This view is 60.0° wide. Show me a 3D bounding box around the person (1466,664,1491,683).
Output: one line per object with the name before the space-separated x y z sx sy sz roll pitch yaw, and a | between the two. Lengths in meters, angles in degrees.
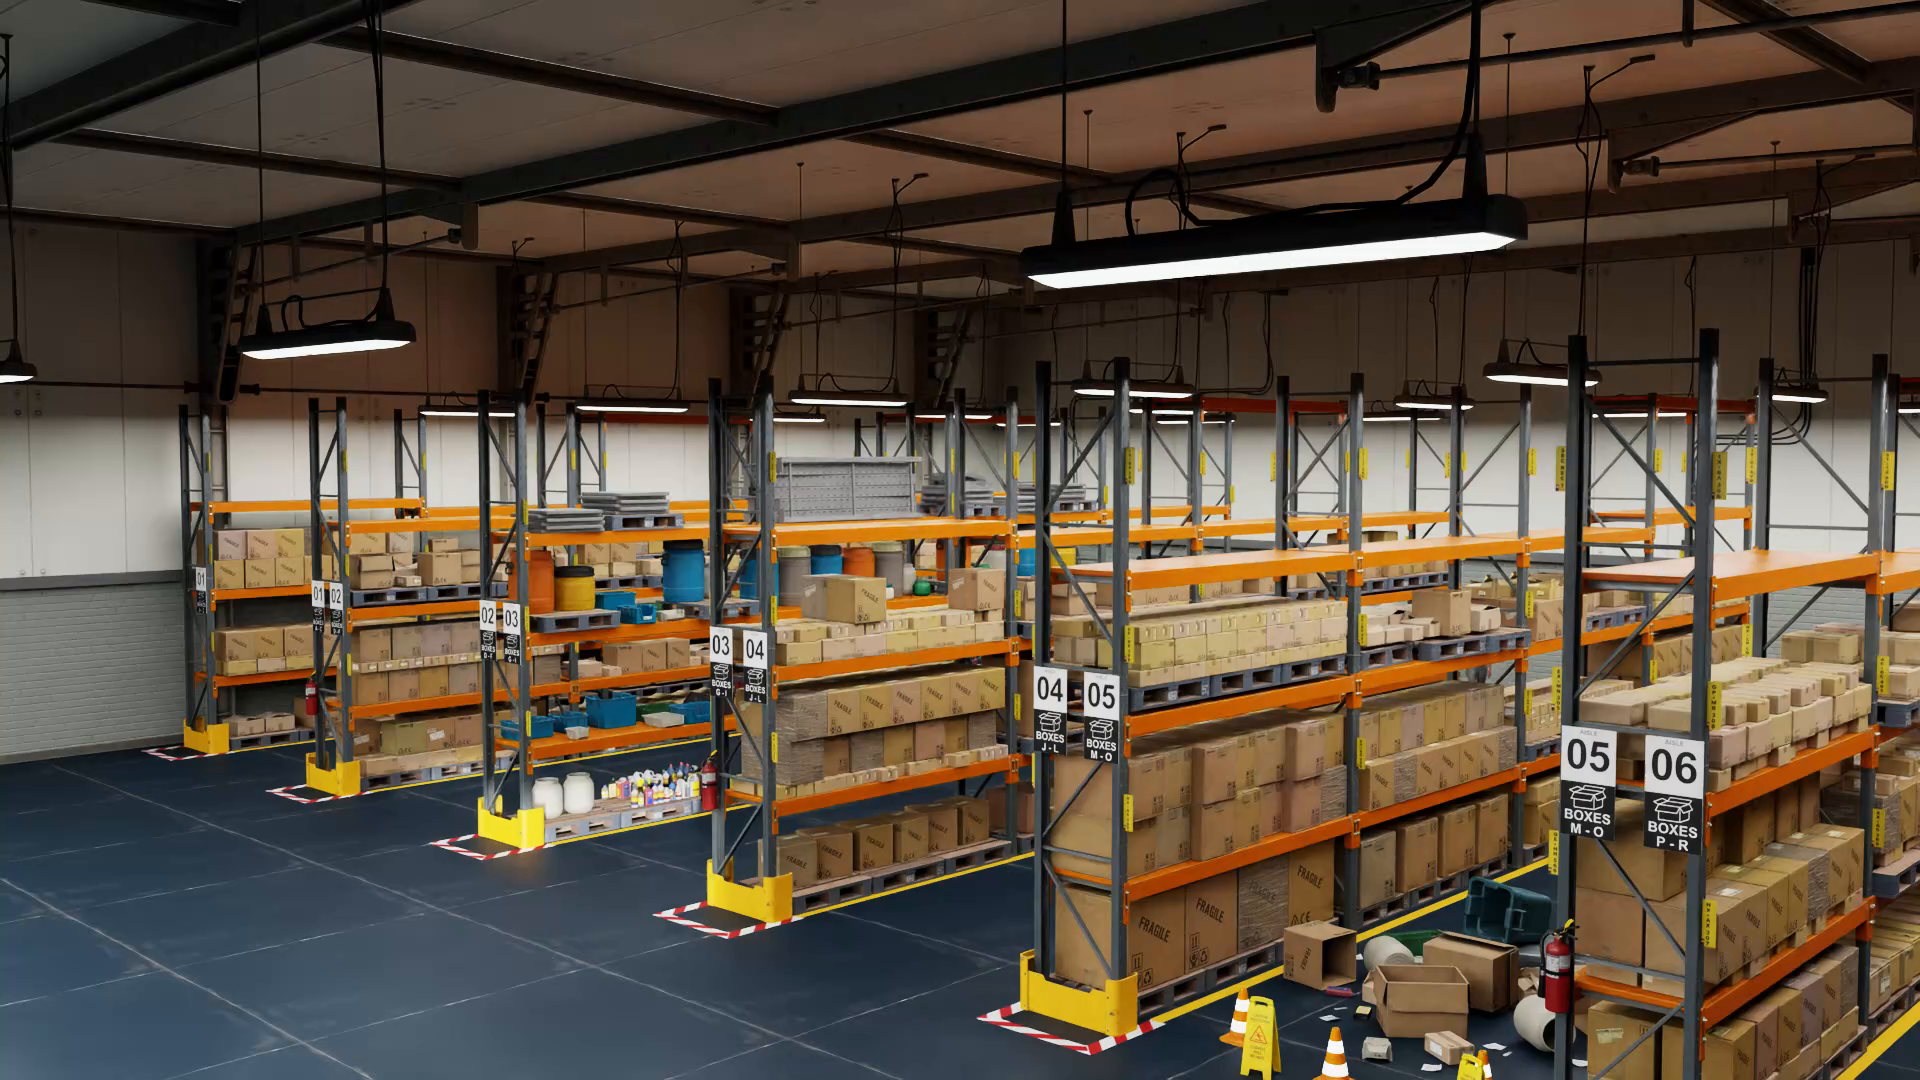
person | 10.284 2.601 32.980 0.485 1.666 0.640 1 3 16
